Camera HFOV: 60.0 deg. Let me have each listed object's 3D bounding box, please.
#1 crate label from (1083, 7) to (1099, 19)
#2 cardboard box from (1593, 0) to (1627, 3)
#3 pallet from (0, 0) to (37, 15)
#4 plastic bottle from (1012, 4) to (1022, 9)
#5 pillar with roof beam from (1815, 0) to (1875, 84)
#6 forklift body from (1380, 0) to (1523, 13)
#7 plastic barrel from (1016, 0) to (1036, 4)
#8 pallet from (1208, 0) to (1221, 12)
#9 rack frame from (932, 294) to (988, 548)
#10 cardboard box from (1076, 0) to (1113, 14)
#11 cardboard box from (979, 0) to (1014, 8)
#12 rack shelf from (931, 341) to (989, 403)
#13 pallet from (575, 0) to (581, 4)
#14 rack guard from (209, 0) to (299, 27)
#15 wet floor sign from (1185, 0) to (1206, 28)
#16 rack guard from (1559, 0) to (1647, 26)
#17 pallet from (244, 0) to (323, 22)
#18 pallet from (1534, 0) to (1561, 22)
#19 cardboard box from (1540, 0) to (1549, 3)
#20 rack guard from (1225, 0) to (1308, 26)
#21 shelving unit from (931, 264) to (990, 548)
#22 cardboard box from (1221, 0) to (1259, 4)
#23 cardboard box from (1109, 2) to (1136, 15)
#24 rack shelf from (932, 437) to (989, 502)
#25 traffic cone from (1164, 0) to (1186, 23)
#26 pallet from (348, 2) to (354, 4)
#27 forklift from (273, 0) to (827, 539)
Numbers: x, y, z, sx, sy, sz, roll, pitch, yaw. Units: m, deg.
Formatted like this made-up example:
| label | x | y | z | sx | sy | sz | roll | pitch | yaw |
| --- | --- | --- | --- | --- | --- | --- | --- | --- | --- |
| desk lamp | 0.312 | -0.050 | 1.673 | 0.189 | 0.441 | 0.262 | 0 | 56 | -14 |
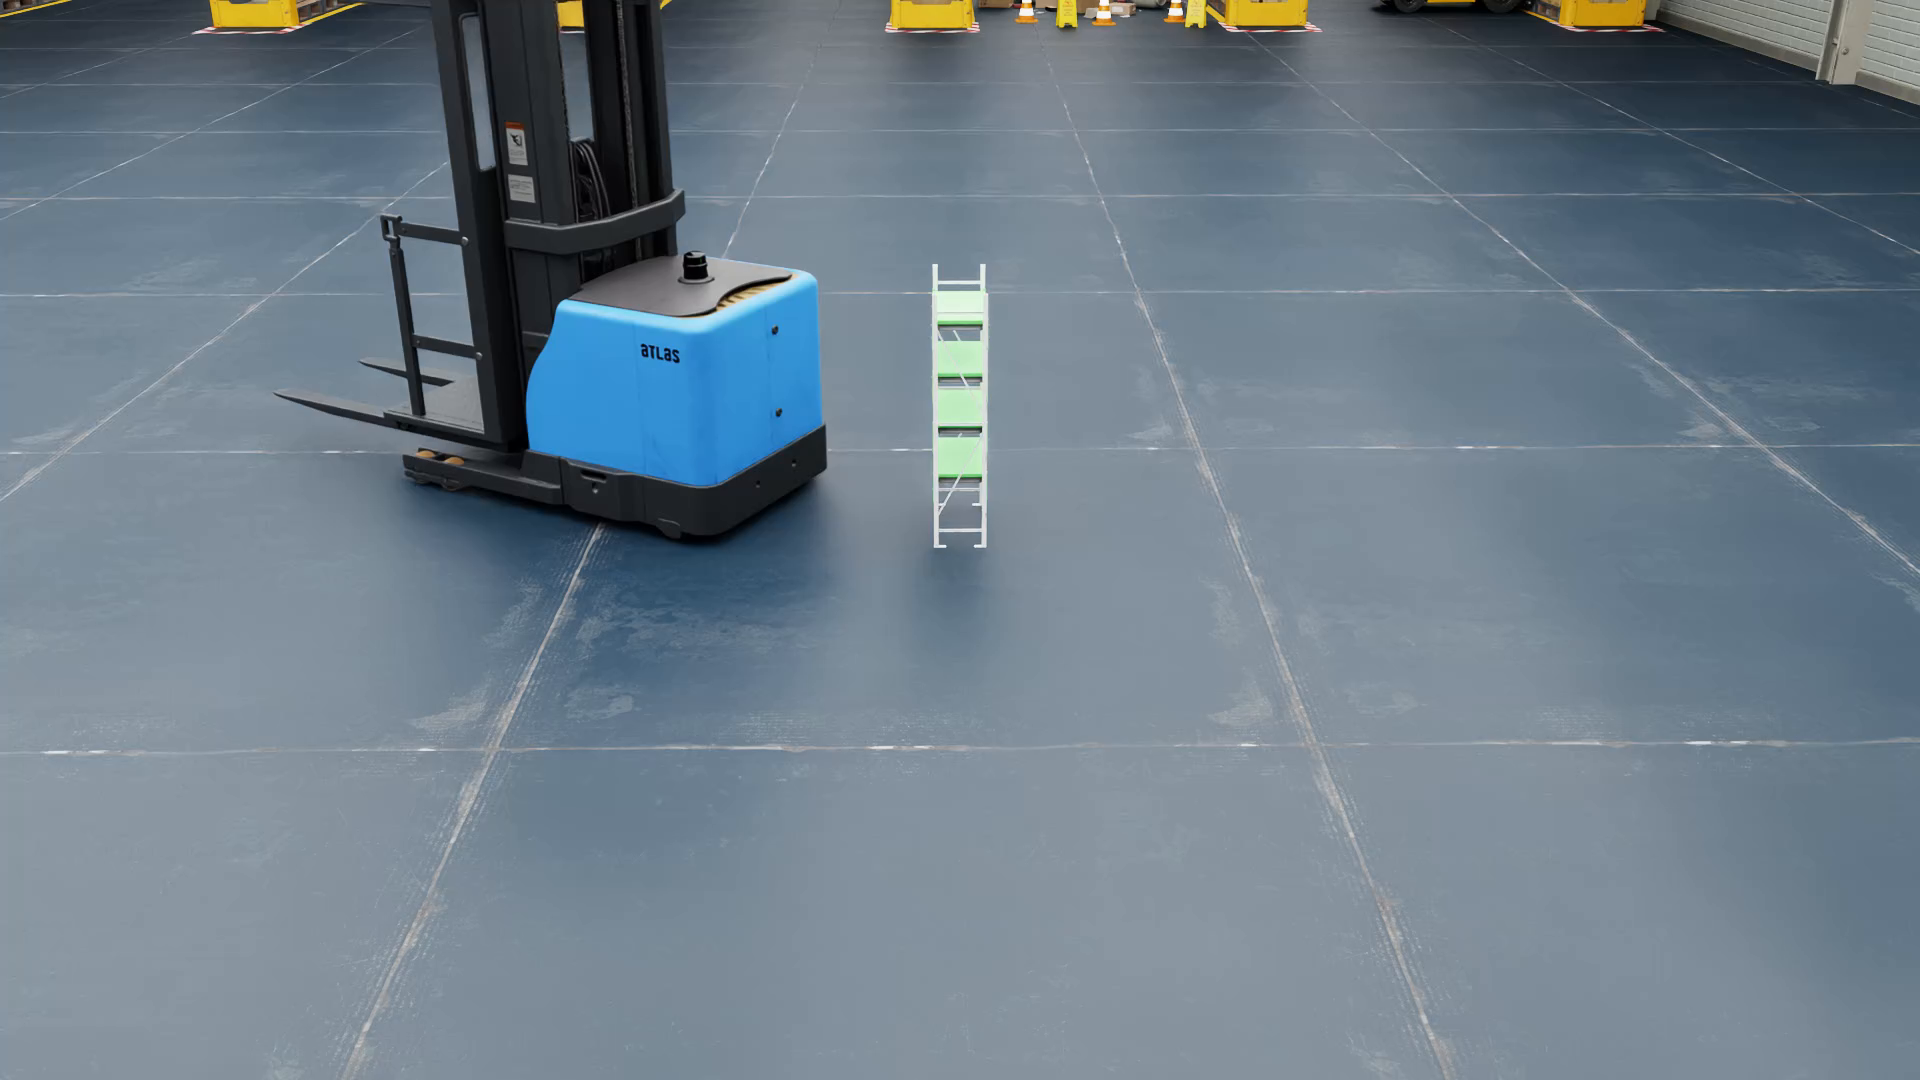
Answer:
| label | x | y | z | sx | sy | sz | roll | pitch | yaw |
| --- | --- | --- | --- | --- | --- | --- | --- | --- | --- |
| crate label | 2.063 | -8.043 | 25.367 | 0.250 | 0.136 | 0.298 | -14 | 28 | -28 |
| cardboard box | 9.688 | -8.163 | 24.985 | 0.500 | 0.250 | 0.500 | 0 | 24 | 0 |
| pallet | -15.342 | -8.456 | 26.189 | 1.003 | 0.211 | 1.213 | 0 | 24 | -1 |
| plastic bottle | 0.984 | -8.507 | 26.486 | 0.283 | 0.061 | 0.133 | -9 | 26 | -19 |
| pillar with roof beam | 6.152 | -9.554 | 17.954 | 9.100 | 9.000 | 0.400 | 0 | 24 | -1 |
| forklift body | 7.652 | -9.407 | 25.940 | 2.313 | 2.155 | 1.214 | 0 | 24 | -1 |
| plastic barrel | 1.088 | -8.947 | 27.019 | 0.512 | 0.421 | 0.421 | 19 | 30 | 35 |
| pallet | 4.549 | -8.594 | 26.496 | 1.003 | 0.211 | 1.213 | 0 | 24 | -1 |
| rack frame | 0.001 | -0.514 | 7.431 | 0.240 | 1.200 | 0.015 | 0 | 24 | -1 |
| cardboard box | 1.983 | -8.572 | 26.093 | 0.797 | 0.503 | 0.637 | -19 | 31 | -36 |
| cardboard box | 0.585 | -8.809 | 26.617 | 0.500 | 0.500 | 0.500 | 4 | 25 | 9 |
| rack shelf | -0.002 | -0.775 | 7.581 | 0.258 | 0.148 | 0.480 | 0 | 24 | -1 |
| pallet | -5.350 | -8.048 | 25.289 | 1.003 | 0.211 | 1.213 | 0 | 24 | -1 |
| rack guard | -10.376 | -7.823 | 24.439 | 1.175 | 0.500 | 0.348 | 0 | 24 | -1 |
| wet floor sign | 3.466 | -7.841 | 24.305 | 0.267 | 0.644 | 0.232 | 8 | 26 | 18 |
| rack guard | 9.498 | -7.872 | 24.549 | 1.175 | 0.500 | 0.348 | 0 | 24 | -1 |
| pallet | -10.379 | -8.026 | 25.239 | 1.003 | 0.211 | 1.213 | 0 | 24 | -1 |
| pallet | 9.447 | -8.065 | 25.327 | 1.003 | 0.211 | 1.213 | 0 | 24 | -1 |
| cardboard box | 9.180 | -8.357 | 25.414 | 0.500 | 0.250 | 0.500 | 0 | 24 | -1 |
| rack guard | 4.533 | -7.890 | 24.587 | 1.175 | 0.500 | 0.348 | 0 | 24 | -1 |
| shelving unit | -0.002 | -0.615 | 7.654 | 0.258 | 1.200 | 0.503 | 0 | 24 | -1 |
| cardboard box | 4.256 | -8.277 | 25.239 | 0.500 | 0.250 | 0.500 | 0 | 24 | -1 |
| cardboard box | 2.500 | -8.229 | 25.764 | 0.380 | 0.149 | 0.250 | 13 | 27 | 27 |
| rack shelf | -0.002 | -0.338 | 7.779 | 0.258 | 0.148 | 0.480 | 0 | 24 | -1 |
| traffic cone | 3.239 | -8.013 | 24.905 | 0.336 | 0.463 | 0.334 | 0 | 24 | -1 |
| pallet | -10.406 | -9.031 | 27.462 | 1.003 | 0.211 | 1.213 | 0 | 24 | -1 |
| forklift | -2.215 | -1.757 | 8.077 | 3.031 | 2.935 | 1.130 | 12 | 27 | 25 |
